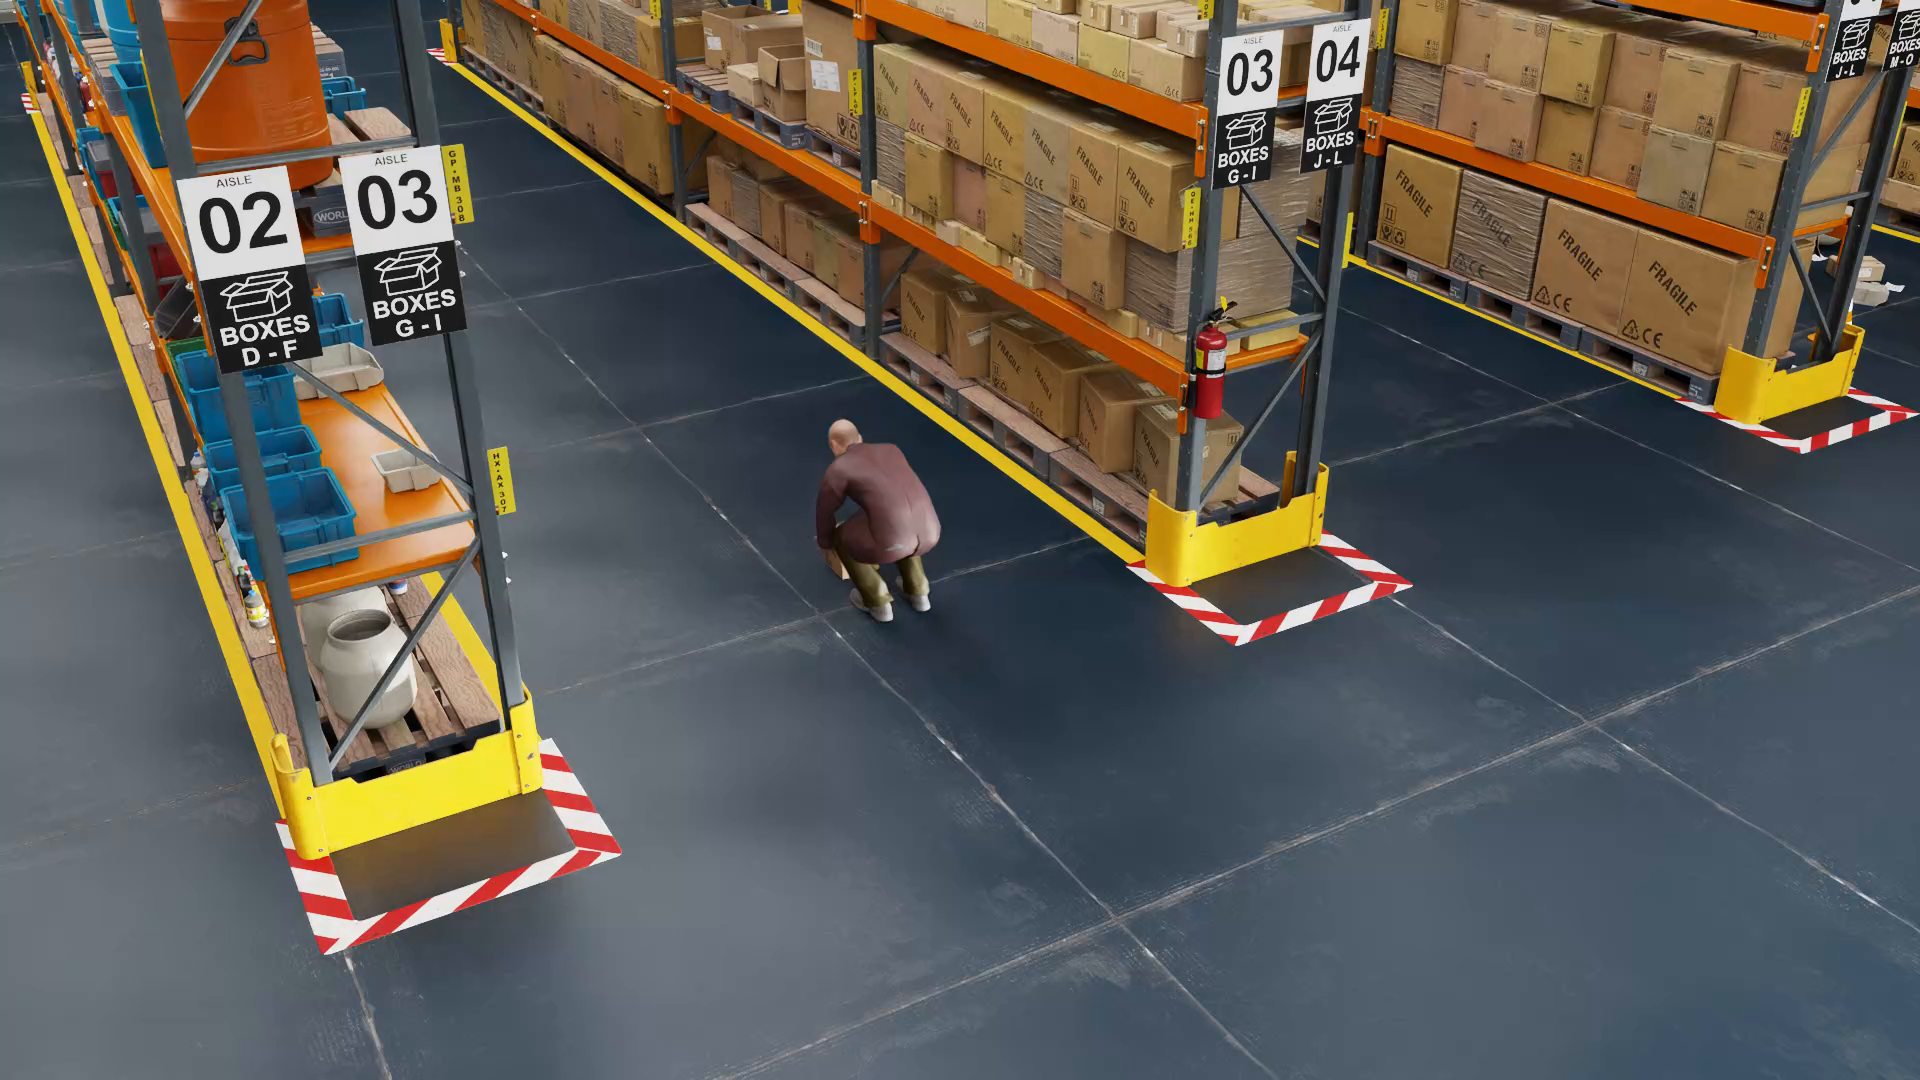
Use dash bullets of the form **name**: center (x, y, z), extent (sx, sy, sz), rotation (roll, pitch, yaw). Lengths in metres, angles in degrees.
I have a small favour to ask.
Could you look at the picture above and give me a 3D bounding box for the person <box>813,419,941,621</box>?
- **person**: center (-0.479, -0.114, 9.590), extent (0.610, 1.016, 0.896), rotation (-16, 32, -27)
